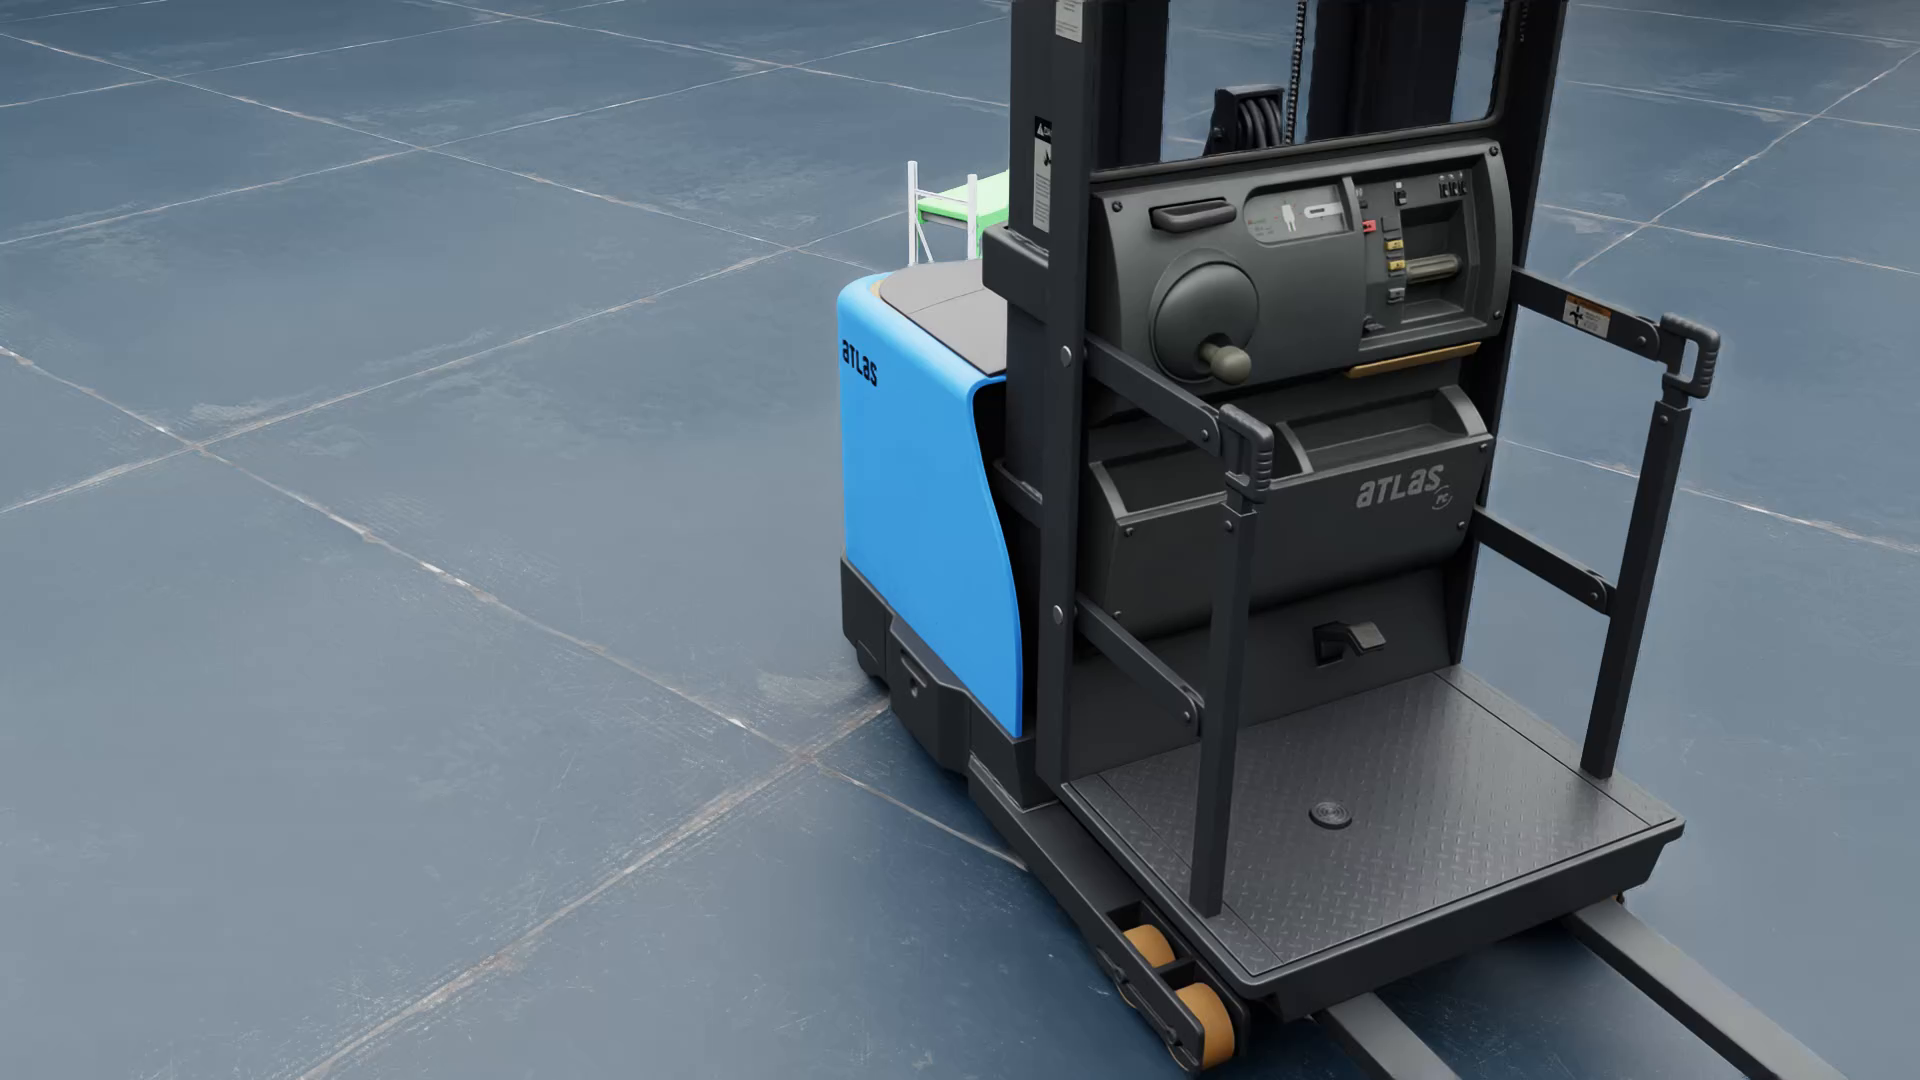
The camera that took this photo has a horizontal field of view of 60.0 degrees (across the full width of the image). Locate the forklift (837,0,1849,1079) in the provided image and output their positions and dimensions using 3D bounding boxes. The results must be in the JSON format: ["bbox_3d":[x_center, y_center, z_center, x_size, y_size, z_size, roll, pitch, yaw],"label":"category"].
[{"bbox_3d":[0.783,-0.499,3.025,1.130,2.935,3.031,-13,30,-23],"label":"forklift"}]

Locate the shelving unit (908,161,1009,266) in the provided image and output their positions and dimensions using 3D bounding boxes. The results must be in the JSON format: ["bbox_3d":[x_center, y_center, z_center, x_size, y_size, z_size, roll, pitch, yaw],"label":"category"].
[{"bbox_3d":[0.105,-0.592,5.088,0.258,1.200,0.503,21,34,34],"label":"shelving unit"}]

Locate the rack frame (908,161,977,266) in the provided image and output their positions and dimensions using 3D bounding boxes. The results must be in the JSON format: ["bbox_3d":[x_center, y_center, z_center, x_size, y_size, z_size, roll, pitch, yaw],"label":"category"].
[{"bbox_3d":[-0.050,-0.505,4.921,0.240,1.200,0.015,21,34,34],"label":"rack frame"}]

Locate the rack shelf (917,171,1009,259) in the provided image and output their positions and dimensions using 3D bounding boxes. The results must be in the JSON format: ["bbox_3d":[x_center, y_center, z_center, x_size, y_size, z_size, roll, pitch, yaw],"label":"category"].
[{"bbox_3d":[0.105,-0.961,4.897,0.258,0.148,0.480,21,34,34],"label":"rack shelf"}]
